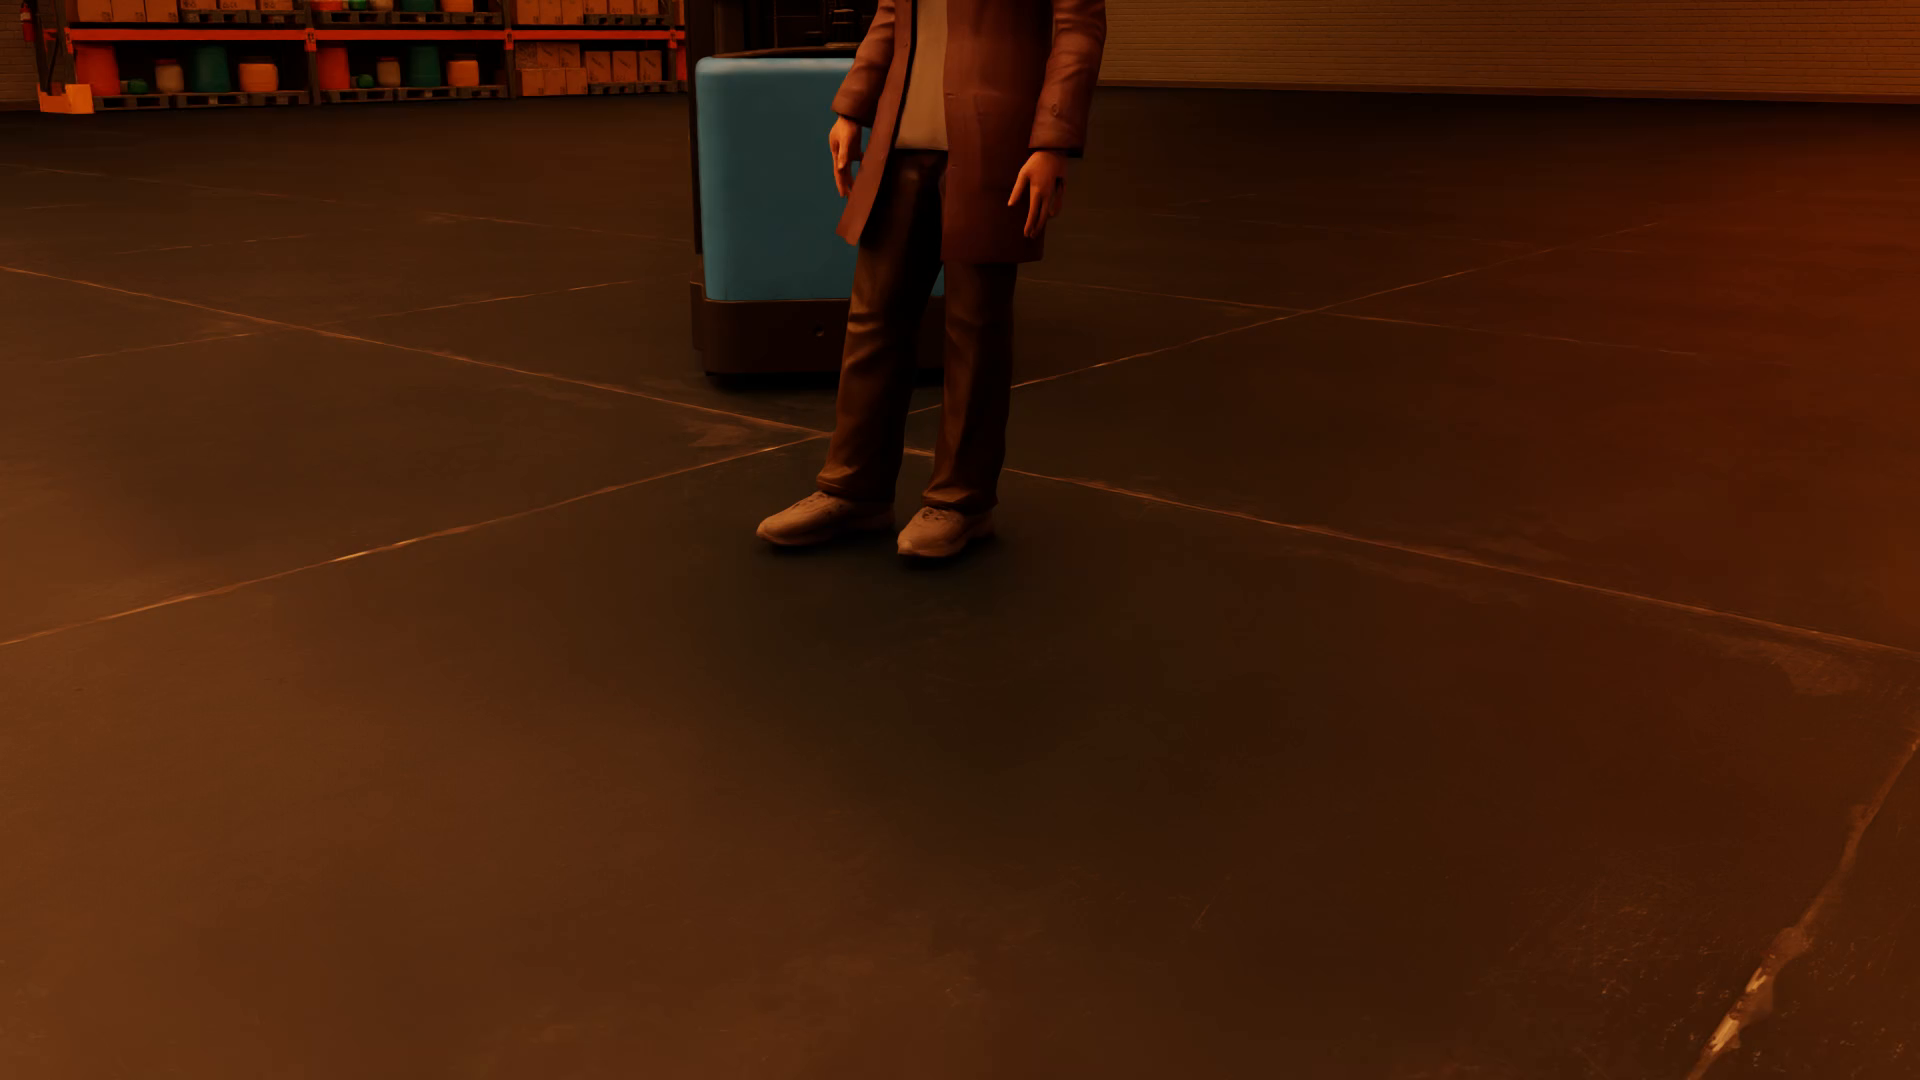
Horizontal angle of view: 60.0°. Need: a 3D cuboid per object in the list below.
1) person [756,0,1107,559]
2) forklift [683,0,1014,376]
[{"bbox_3d":[-0.061,-0.745,3.646,0.696,1.582,0.582,13,21,37],"label":"person"},{"bbox_3d":[-0.558,-2.335,6.587,1.130,2.935,3.031,-3,17,-9],"label":"forklift"}]
